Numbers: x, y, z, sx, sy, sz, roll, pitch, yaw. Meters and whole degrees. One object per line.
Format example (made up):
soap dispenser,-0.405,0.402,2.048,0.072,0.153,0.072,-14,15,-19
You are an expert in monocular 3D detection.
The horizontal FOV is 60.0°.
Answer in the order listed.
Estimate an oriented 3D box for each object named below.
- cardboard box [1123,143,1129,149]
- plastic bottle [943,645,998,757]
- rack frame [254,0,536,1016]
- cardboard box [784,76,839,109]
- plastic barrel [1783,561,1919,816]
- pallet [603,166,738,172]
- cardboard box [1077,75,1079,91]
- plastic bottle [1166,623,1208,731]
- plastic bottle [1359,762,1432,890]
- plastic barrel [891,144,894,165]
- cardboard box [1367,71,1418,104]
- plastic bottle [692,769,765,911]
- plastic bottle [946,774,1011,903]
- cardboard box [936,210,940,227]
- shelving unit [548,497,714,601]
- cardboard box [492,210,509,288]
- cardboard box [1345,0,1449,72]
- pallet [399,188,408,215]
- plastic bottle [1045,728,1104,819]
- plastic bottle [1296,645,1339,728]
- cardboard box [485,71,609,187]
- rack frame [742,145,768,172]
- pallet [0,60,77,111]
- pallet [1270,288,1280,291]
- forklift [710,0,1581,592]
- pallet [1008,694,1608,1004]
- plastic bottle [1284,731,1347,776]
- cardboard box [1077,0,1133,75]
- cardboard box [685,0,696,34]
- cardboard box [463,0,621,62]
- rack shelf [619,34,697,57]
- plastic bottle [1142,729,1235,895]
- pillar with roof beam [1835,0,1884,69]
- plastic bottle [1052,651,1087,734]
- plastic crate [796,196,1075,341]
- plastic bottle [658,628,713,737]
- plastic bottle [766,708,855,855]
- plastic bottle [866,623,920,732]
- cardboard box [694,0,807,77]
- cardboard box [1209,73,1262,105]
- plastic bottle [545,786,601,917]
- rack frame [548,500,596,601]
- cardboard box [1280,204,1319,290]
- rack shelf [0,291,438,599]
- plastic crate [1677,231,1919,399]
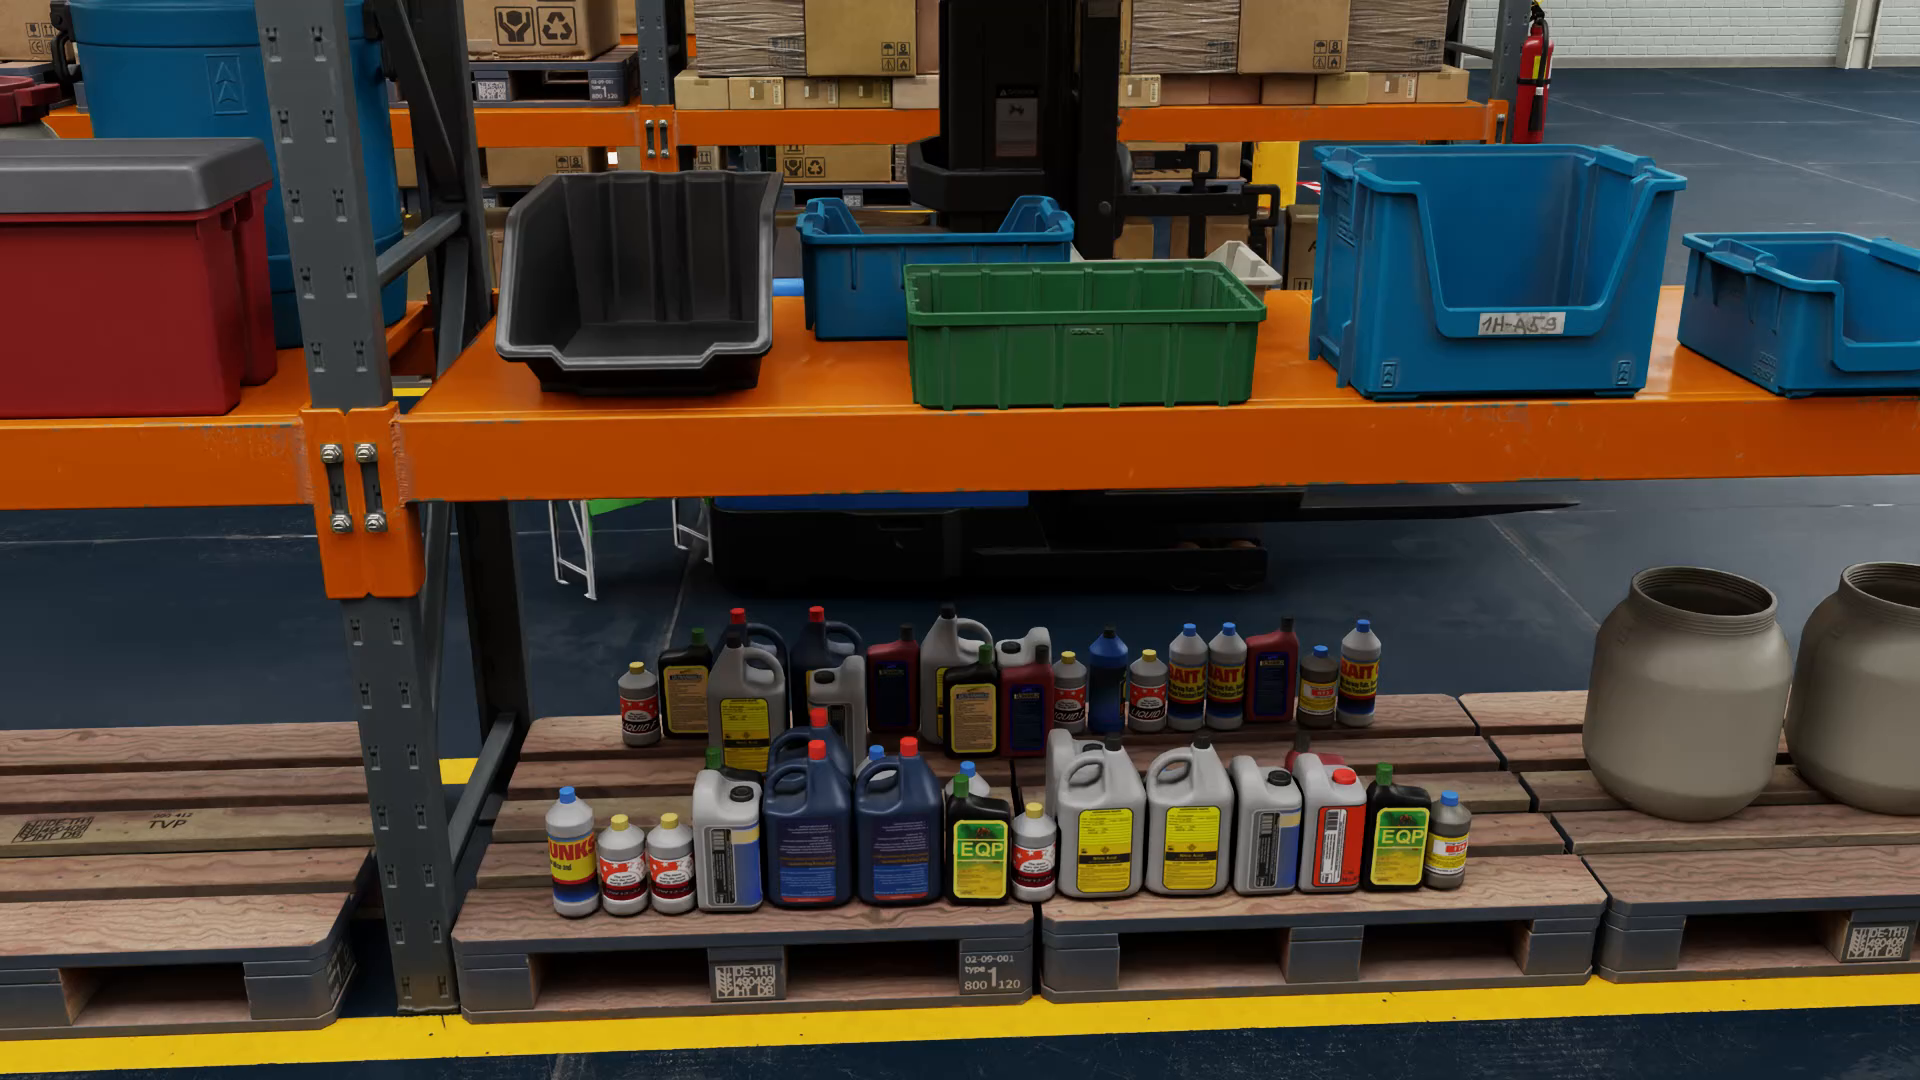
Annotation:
cardboard box,0.830,-3.333,13.056,0.875,0.875,0.875,-1,21,-4
plastic bottle,0.025,0.393,4.073,0.133,0.283,0.061,-1,21,-3
rack frame,-1.147,-0.581,3.431,0.127,3.000,1.000,-1,21,-3
cardboard box,-0.699,-2.136,7.868,0.250,0.149,0.380,-1,21,-3
plastic barrel,2.194,0.345,3.906,0.421,0.512,0.421,0,21,0
pallet,-2.378,-2.759,13.070,1.213,0.211,1.003,-1,21,-3
cardboard box,0.546,-2.177,7.976,0.250,0.149,0.380,-1,21,-3
plastic bottle,0.577,0.342,4.222,0.097,0.271,0.097,0,21,0
plastic bottle,0.923,0.604,3.519,0.133,0.283,0.061,-1,21,-2
plastic barrel,-0.567,-3.468,14.636,0.421,0.421,0.512,15,25,34
cardboard box,2.042,-2.220,8.090,0.250,0.149,0.380,-1,21,-3
plastic bottle,-0.482,0.619,3.488,0.135,0.276,0.152,0,21,-1
plastic bottle,0.038,0.622,3.472,0.133,0.283,0.061,0,21,-1
cardboard box,0.159,-1.417,8.551,0.500,0.500,0.500,-3,21,-8
shelving unit,-1.132,-0.449,5.614,0.503,1.200,0.258,-18,27,-39
cardboard box,-2.044,-1.373,8.406,0.500,0.500,0.700,-3,21,-7
cardboard box,2.013,-2.606,8.191,0.500,0.500,0.875,-1,21,-3
pallet,-4.814,-2.709,12.940,1.213,0.211,1.003,-1,21,-3
plastic bottle,0.262,0.553,3.663,0.135,0.276,0.152,-1,21,-3
plastic bottle,0.915,0.368,4.253,0.097,0.201,0.097,0,21,0
cardboard box,-3.190,-3.186,12.846,0.750,0.750,1.050,-1,21,-3
rack frame,-1.612,-4.104,12.686,0.127,3.000,1.000,-1,21,-3
pallet,-4.718,-2.222,8.011,1.003,0.211,1.213,-1,21,-3
pallet,1.675,-1.113,8.748,1.213,0.211,1.003,-1,21,-3
forklift,0.654,-1.382,5.632,3.031,2.935,1.130,-1,21,-3
pallet,0.747,0.698,3.992,1.213,0.211,1.003,-1,21,-3
plastic bottle,0.778,0.552,3.654,0.133,0.283,0.061,-1,21,-3
cardboard box,0.519,-2.552,8.051,0.500,0.500,0.875,-1,21,-3
cardboard box,-2.117,-4.046,12.391,0.500,0.500,0.500,-1,21,-3
cardboard box,-2.231,-2.851,7.959,1.000,1.000,1.000,-1,21,-3
rack shelf,-3.608,-3.728,12.707,4.000,0.370,1.077,-1,21,-3
plastic bottle,0.481,0.566,3.523,0.185,0.351,0.144,0,21,-1
pillar with roof beam,13.191,-9.529,18.503,0.400,9.000,9.100,-1,21,-3
plastic bottle,0.273,0.381,4.218,0.097,0.201,0.097,0,21,0
plastic crate,-0.057,-0.630,3.770,0.616,0.251,0.499,-1,21,-3
plastic bottle,-0.685,0.356,4.170,0.133,0.283,0.061,0,21,0
plastic bottle,-0.325,0.531,3.615,0.185,0.351,0.144,-1,21,-3
plastic bottle,-0.168,0.345,4.197,0.133,0.283,0.061,0,21,1
cardboard box,-0.977,-2.513,7.948,0.500,0.500,0.875,-1,21,-3
cardboard box,1.292,-2.207,8.055,0.250,0.149,0.380,-1,21,-3
plastic bottle,-0.804,0.638,3.446,0.097,0.271,0.097,0,21,0
rack frame,-1.311,-0.390,5.459,0.015,1.200,0.240,-18,27,-39
cardboard box,1.940,-1.443,8.618,0.500,0.500,0.500,3,21,7
rack shelf,-3.144,-0.204,3.452,4.000,0.370,1.077,-1,21,-3
plastic crate,1.715,-0.465,3.336,0.408,0.251,0.499,-1,21,-3
